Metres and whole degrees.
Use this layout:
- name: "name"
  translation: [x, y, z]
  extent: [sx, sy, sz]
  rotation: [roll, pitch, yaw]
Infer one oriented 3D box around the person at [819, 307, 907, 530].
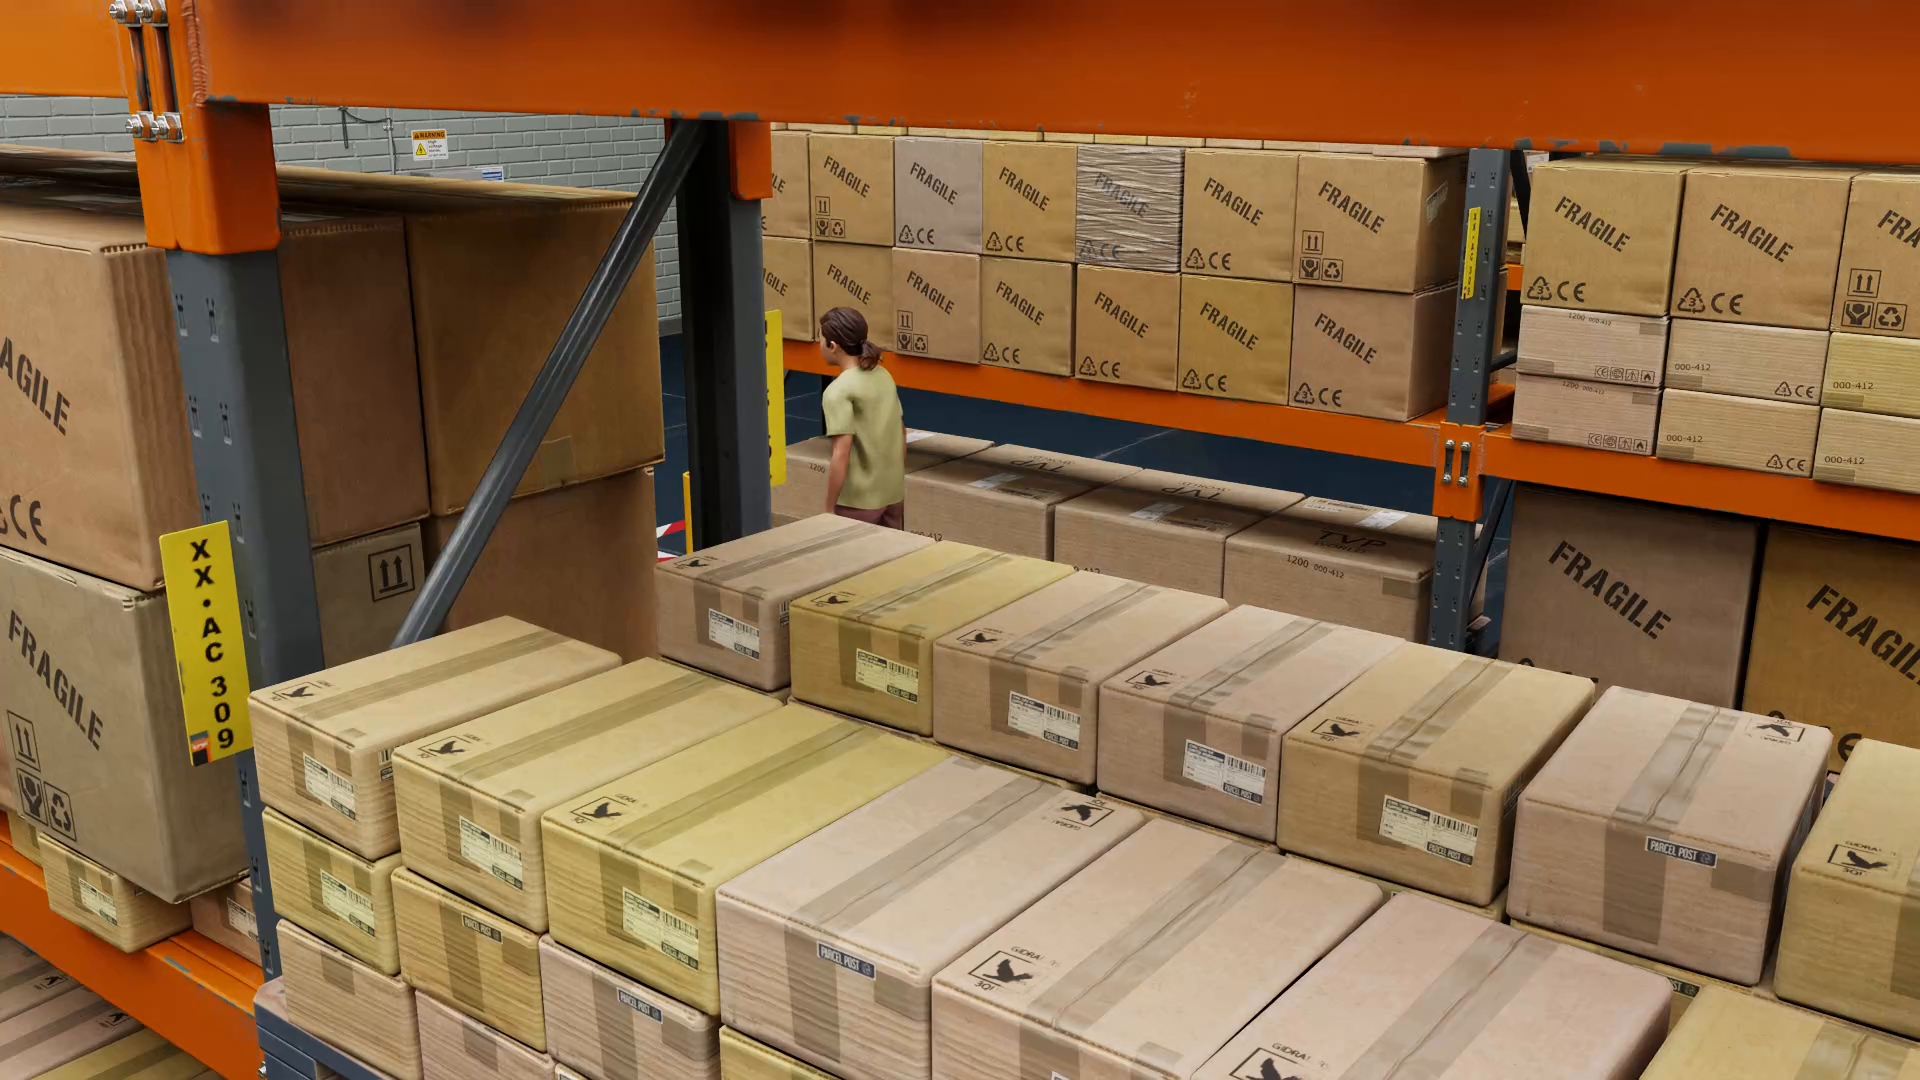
- name: "person"
  translation: [-0.427, -0.137, 7.095]
  extent: [0.365, 1.619, 0.519]
  rotation: [11, 20, 33]
